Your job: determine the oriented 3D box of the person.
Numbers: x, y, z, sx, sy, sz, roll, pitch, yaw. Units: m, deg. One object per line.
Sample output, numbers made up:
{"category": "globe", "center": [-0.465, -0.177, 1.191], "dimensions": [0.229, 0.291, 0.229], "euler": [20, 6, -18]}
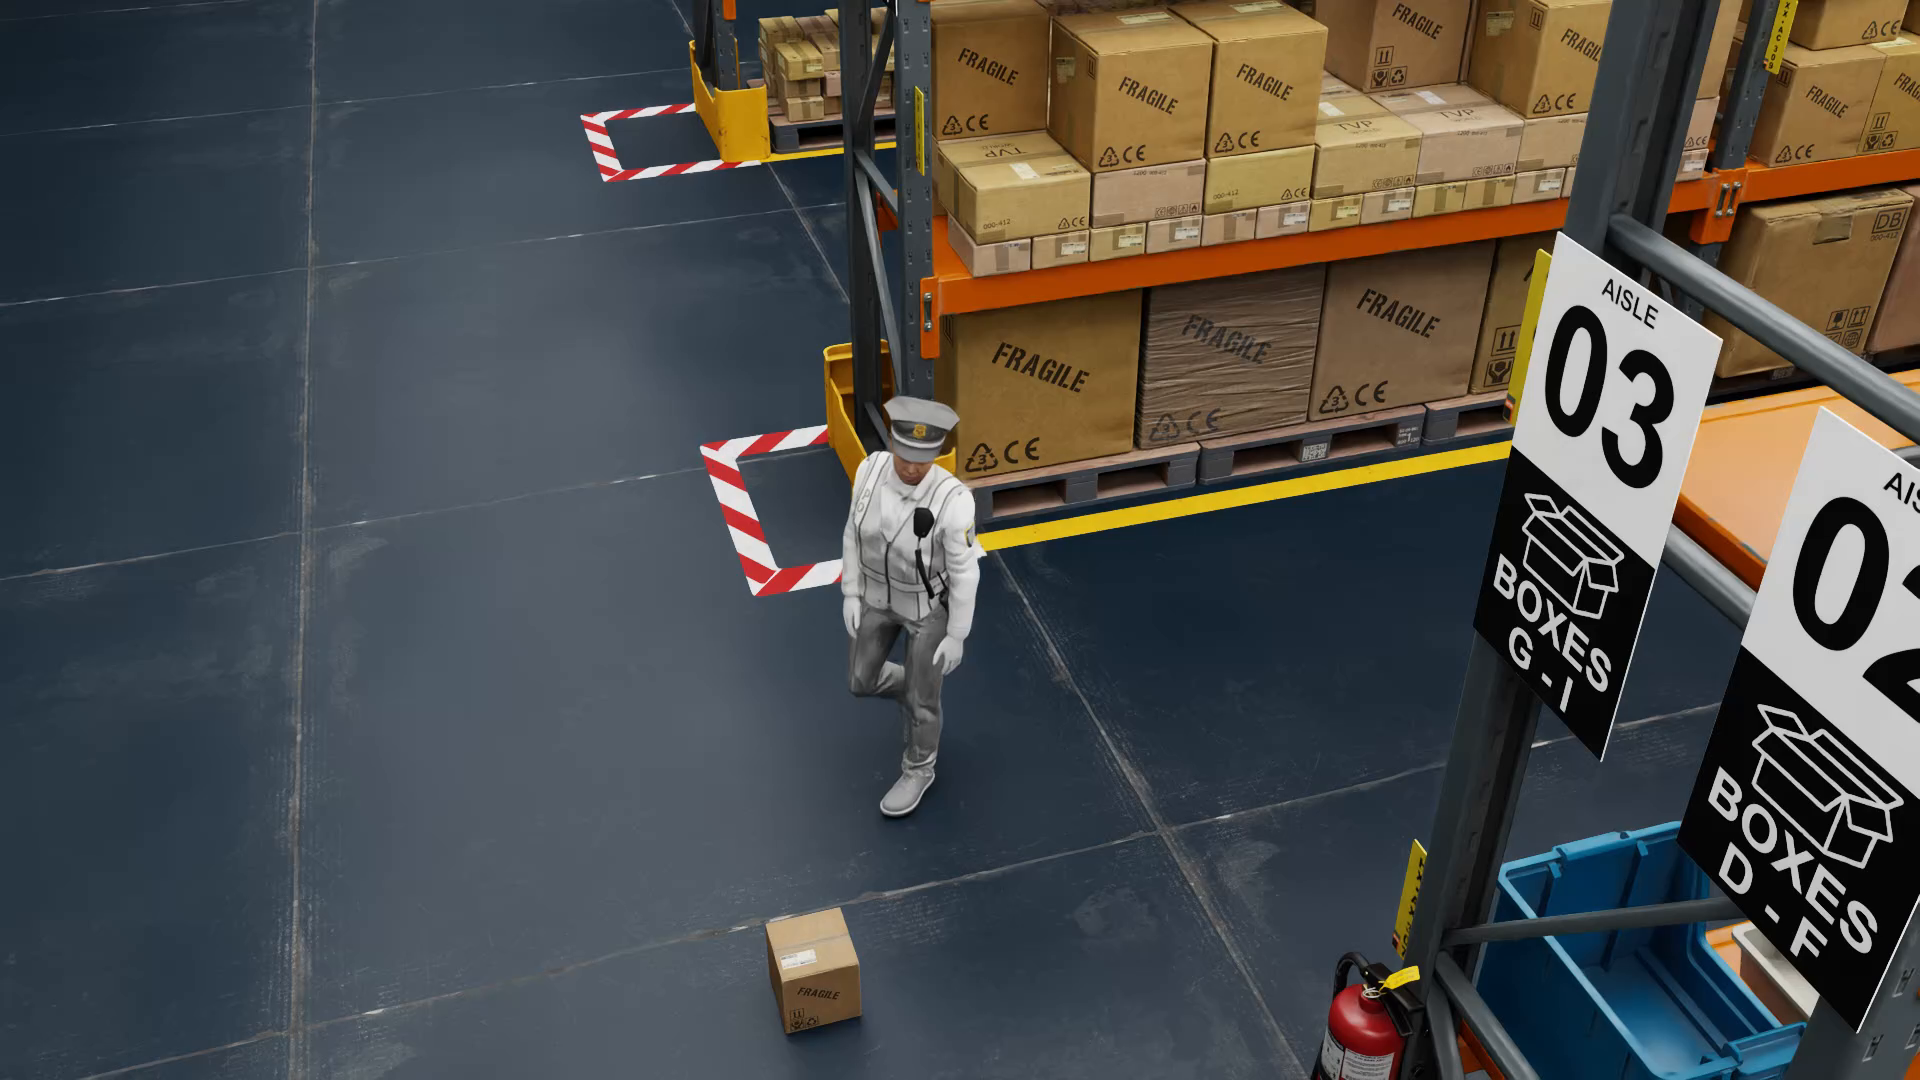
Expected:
{"category": "person", "center": [-0.137, 0.202, 5.809], "dimensions": [0.510, 1.664, 0.527], "euler": [17, 38, 24]}
